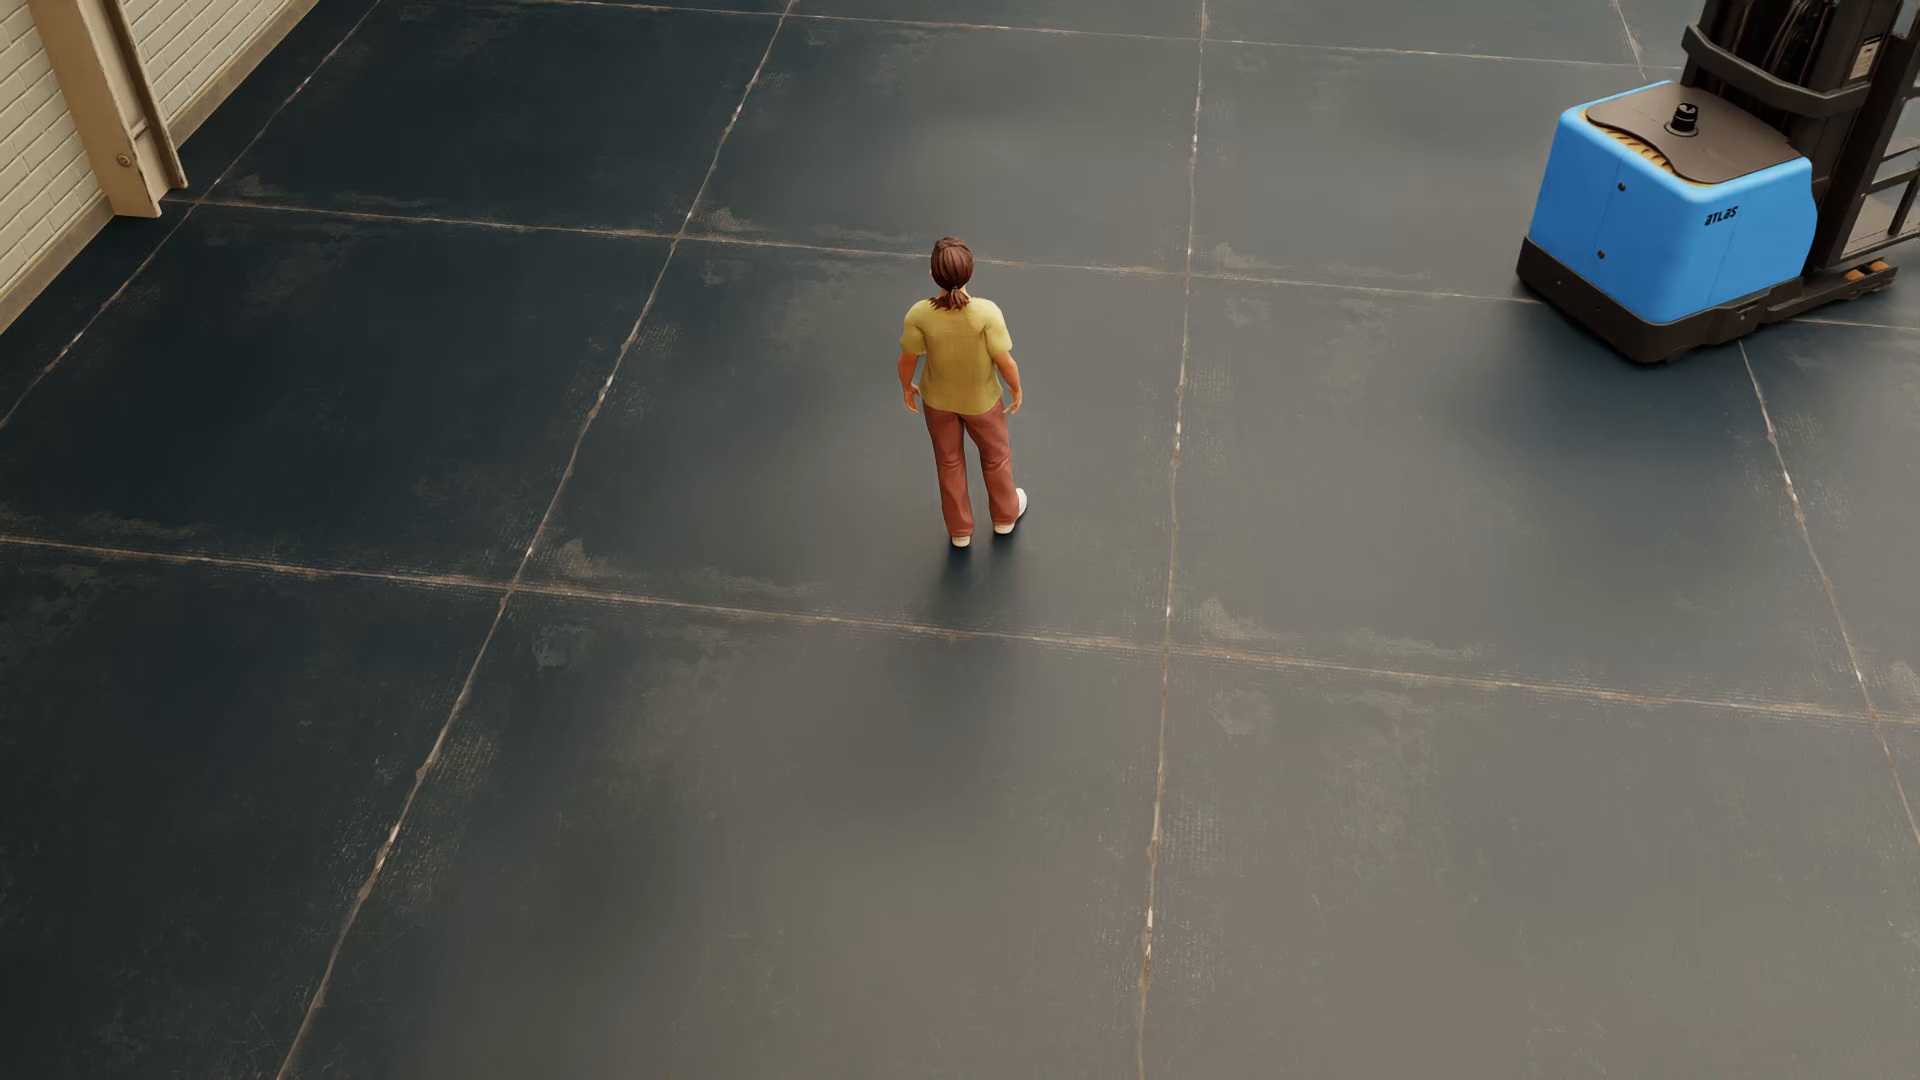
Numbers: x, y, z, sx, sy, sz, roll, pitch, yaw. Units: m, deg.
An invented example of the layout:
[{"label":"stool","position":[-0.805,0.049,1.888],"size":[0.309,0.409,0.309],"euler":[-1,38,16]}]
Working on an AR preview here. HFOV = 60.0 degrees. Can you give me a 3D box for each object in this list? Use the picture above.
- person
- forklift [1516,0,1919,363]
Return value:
[{"label":"person","position":[0.022,-0.671,7.372],"size":[0.553,1.673,0.548],"euler":[5,43,6]},{"label":"forklift","position":[4.704,-2.726,8.692],"size":[3.031,2.935,1.130],"euler":[-19,46,-20]}]
